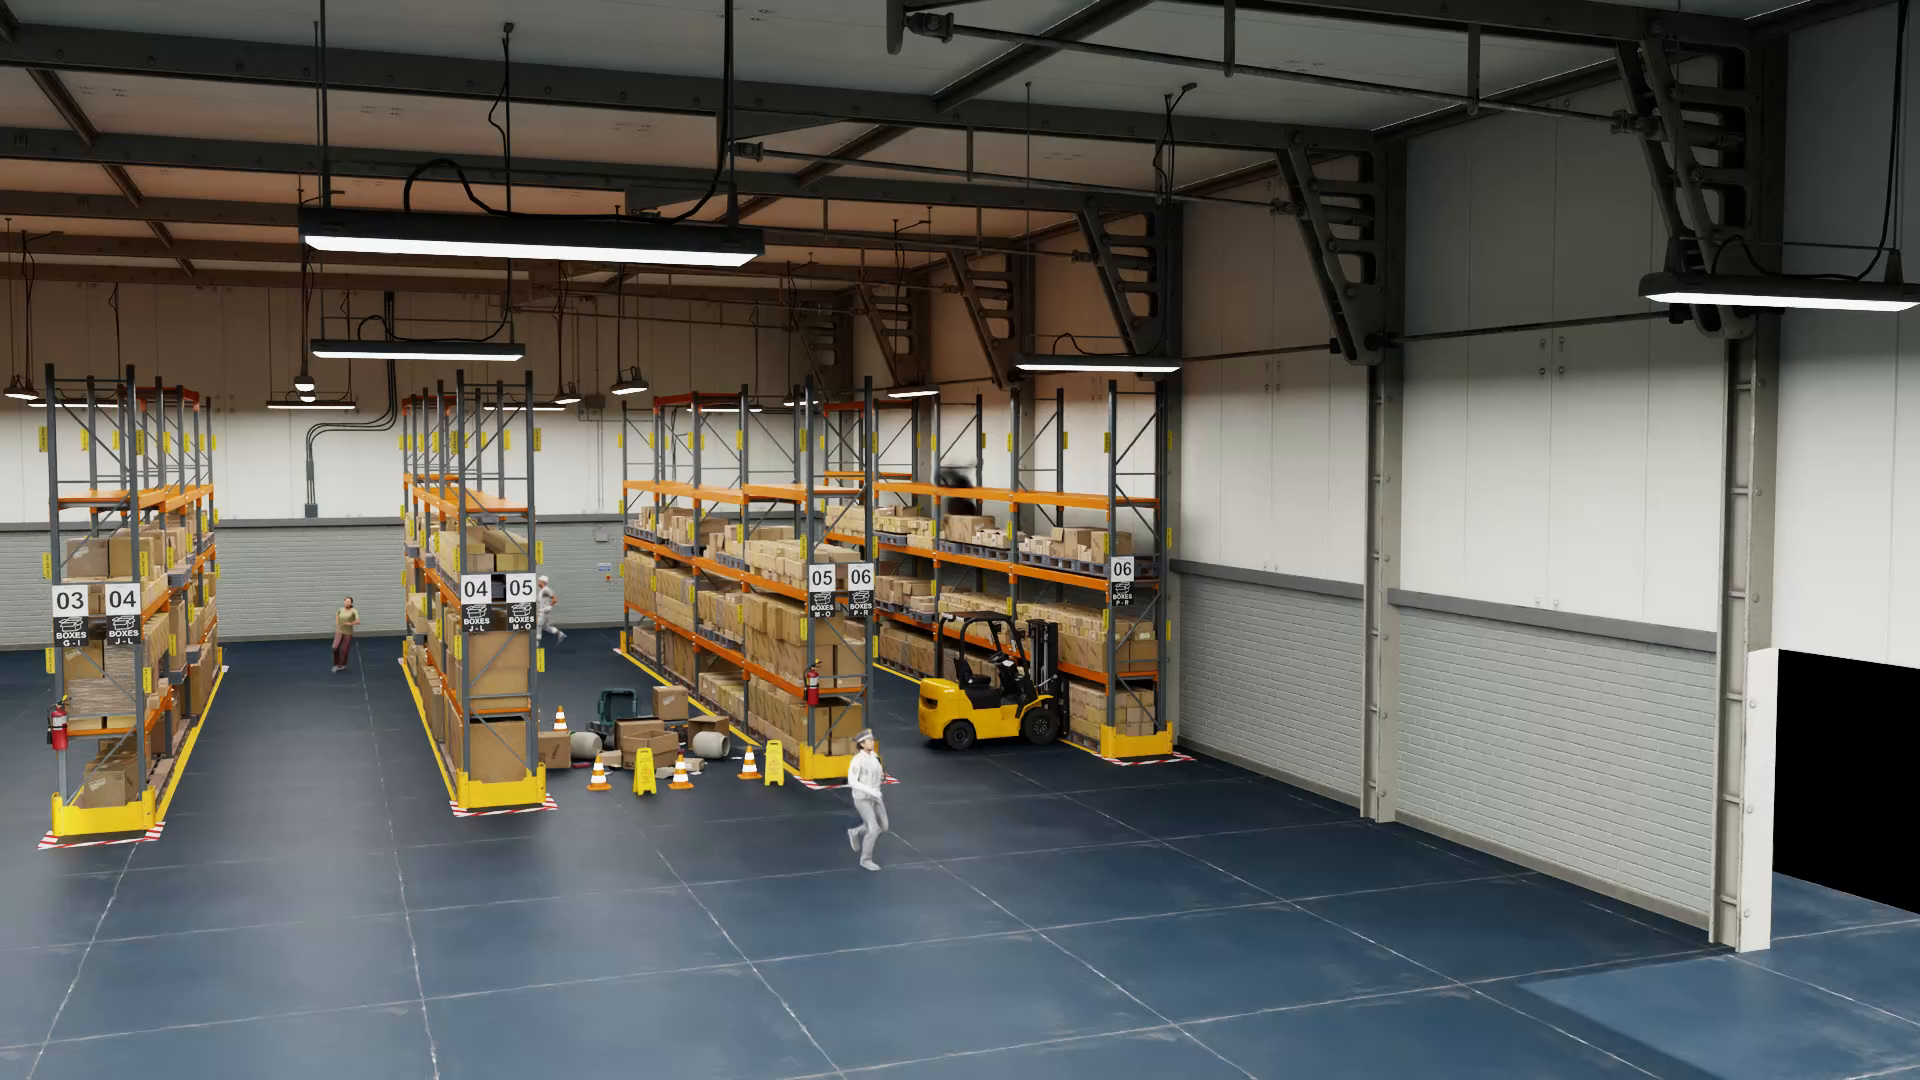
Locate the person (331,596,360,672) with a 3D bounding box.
[{"bbox_3d":[-13.446,2.059,36.451,0.618,1.675,0.633,0,3,-4],"label":"person"}]

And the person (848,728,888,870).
[{"bbox_3d":[-1.107,3.041,19.593,0.579,1.660,0.652,2,4,28],"label":"person"}]

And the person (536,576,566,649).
[{"bbox_3d":[-10.017,1.738,40.154,0.947,1.768,0.659,-1,4,-23],"label":"person"}]
